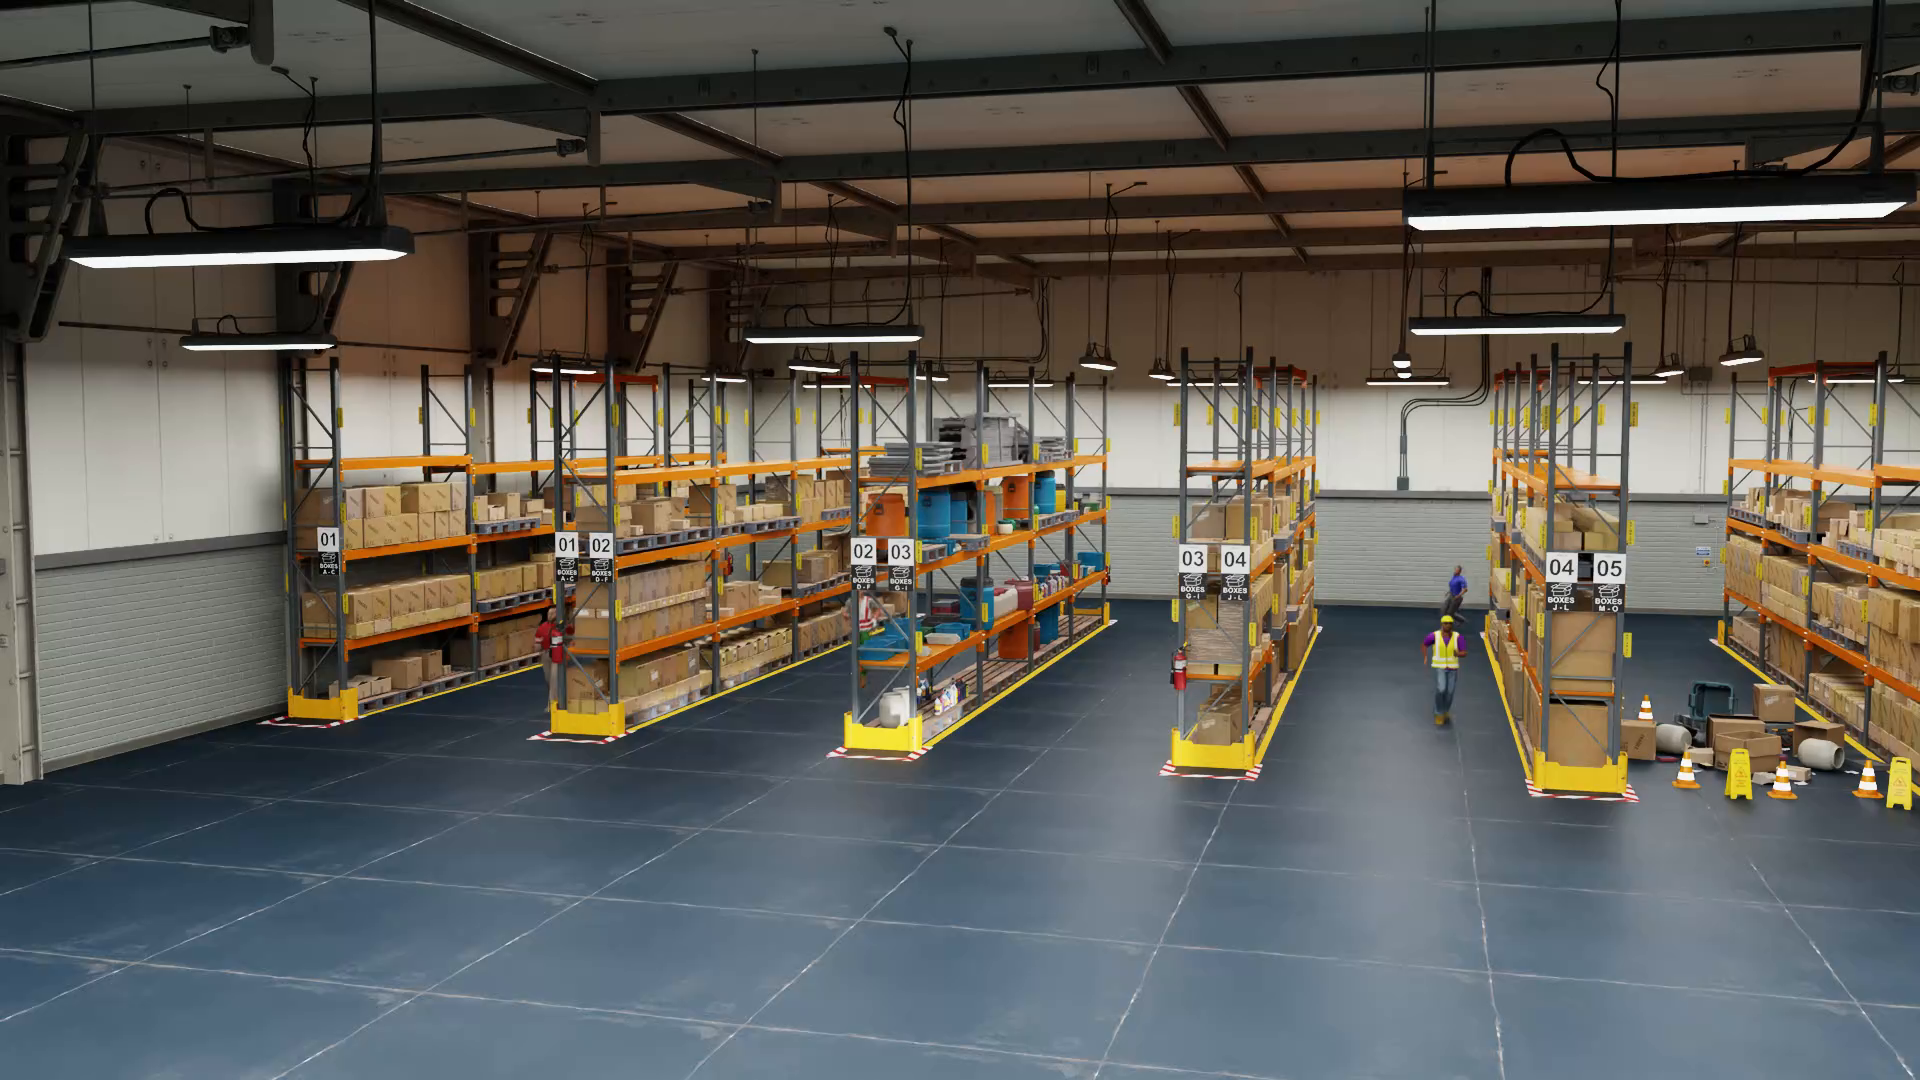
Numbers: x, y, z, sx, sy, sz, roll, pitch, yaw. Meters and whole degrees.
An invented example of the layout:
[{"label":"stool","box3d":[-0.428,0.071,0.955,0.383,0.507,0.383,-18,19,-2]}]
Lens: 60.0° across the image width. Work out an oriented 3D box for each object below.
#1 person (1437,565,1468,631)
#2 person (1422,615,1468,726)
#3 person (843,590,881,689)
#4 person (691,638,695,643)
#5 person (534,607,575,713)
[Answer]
[{"label":"person","box3d":[11.643,1.377,38.928,0.664,1.599,0.671,-1,4,-16]},{"label":"person","box3d":[7.932,2.133,27.170,0.676,1.820,0.750,0,4,5]},{"label":"person","box3d":[-1.776,1.672,29.523,0.630,1.888,0.690,1,4,12]},{"label":"person","box3d":[-5.877,1.564,35.617,0.520,1.611,0.849,0,4,6]},{"label":"person","box3d":[-6.980,2.025,28.550,0.656,1.736,0.964,1,4,13]}]
